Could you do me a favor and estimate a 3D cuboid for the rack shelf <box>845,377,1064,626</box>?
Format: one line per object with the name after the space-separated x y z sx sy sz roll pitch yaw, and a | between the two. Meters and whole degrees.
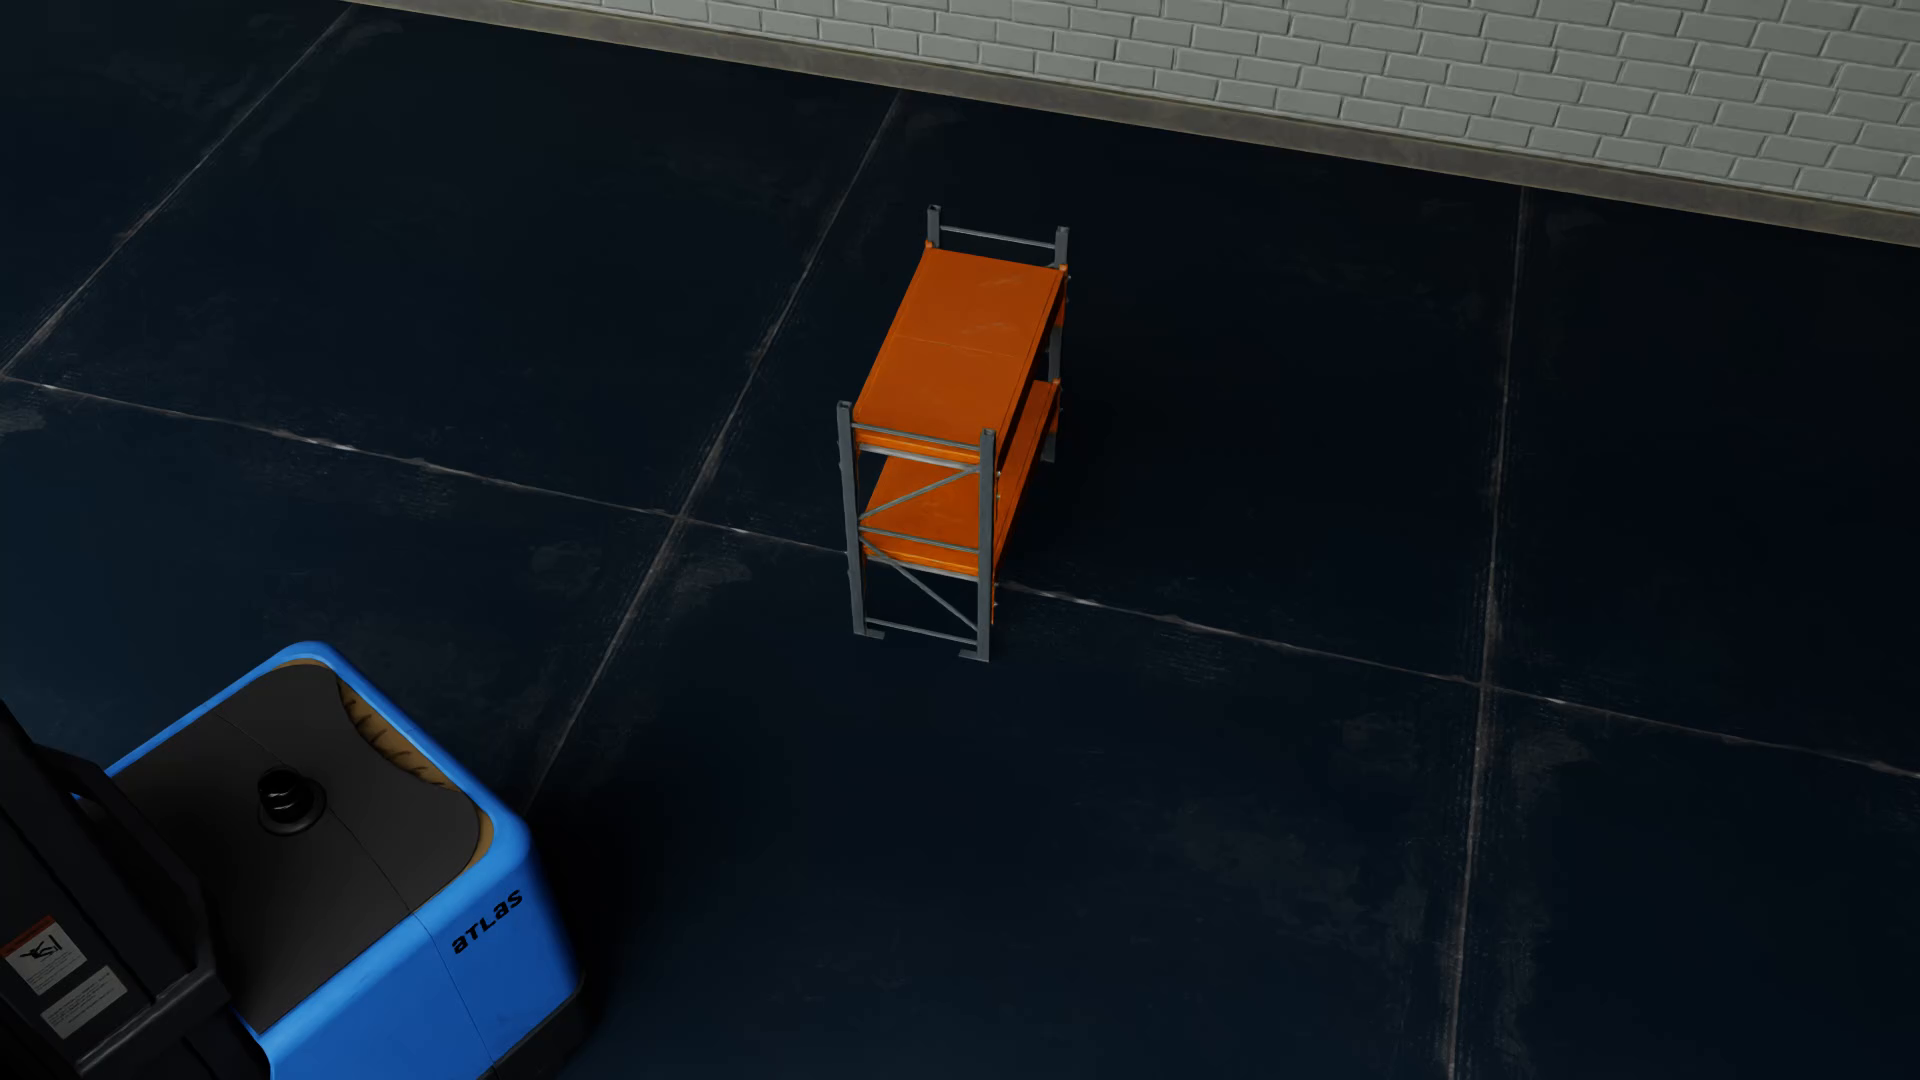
-0.002 -0.206 6.007 0.538 0.278 1.000 12 50 10 | rack shelf

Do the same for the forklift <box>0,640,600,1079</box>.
-2.424 1.056 3.363 1.130 2.935 3.031 34 57 26 | forklift

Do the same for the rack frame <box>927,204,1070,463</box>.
0.132 -0.735 6.148 0.500 1.125 0.032 12 50 10 | rack frame

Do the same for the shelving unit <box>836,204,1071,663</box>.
-0.002 -0.367 5.824 0.538 1.125 1.048 12 50 10 | shelving unit

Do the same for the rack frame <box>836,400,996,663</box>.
-0.136 0.000 5.499 0.500 1.125 0.032 12 50 10 | rack frame

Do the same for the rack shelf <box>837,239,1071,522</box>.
-0.002 -0.561 5.604 0.538 0.278 1.000 12 50 10 | rack shelf
